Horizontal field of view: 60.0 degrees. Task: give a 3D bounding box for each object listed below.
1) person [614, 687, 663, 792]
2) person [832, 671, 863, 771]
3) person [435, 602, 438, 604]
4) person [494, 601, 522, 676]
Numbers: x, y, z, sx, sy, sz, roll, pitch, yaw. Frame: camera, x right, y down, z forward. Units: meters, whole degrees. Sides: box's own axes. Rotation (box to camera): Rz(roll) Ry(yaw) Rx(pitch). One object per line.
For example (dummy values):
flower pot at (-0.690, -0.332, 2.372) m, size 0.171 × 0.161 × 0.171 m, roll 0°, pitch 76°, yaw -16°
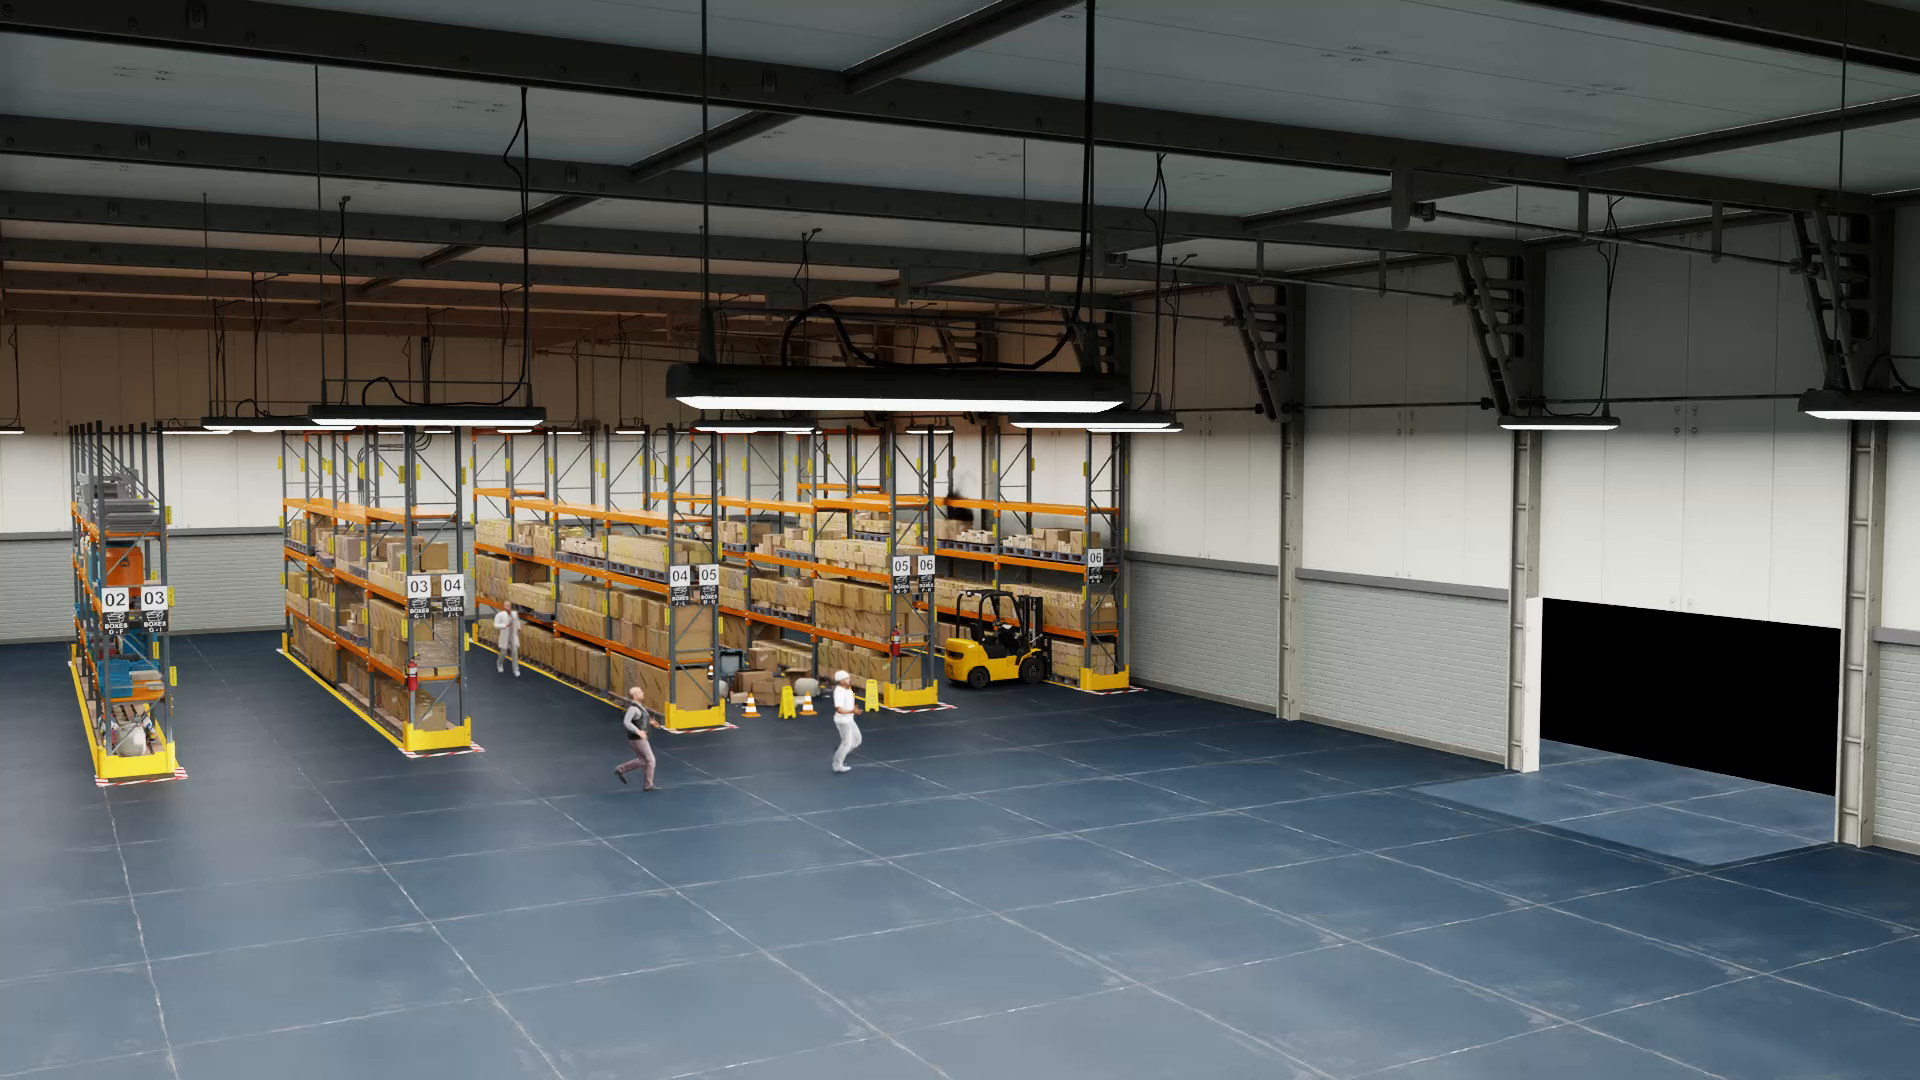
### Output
person at (-5.215, 3.219, 26.862) m, size 0.803 × 1.689 × 0.668 m, roll 0°, pitch 4°, yaw -1°
person at (-1.923, 3.087, 28.436) m, size 0.597 × 1.721 × 0.686 m, roll 0°, pitch 4°, yaw 6°
person at (-14.761, 2.012, 46.435) m, size 0.661 × 1.666 × 0.867 m, roll 2°, pitch 4°, yaw 30°
person at (-10.833, 2.343, 39.888) m, size 0.704 × 1.760 × 1.067 m, roll -2°, pitch 4°, yaw -35°
